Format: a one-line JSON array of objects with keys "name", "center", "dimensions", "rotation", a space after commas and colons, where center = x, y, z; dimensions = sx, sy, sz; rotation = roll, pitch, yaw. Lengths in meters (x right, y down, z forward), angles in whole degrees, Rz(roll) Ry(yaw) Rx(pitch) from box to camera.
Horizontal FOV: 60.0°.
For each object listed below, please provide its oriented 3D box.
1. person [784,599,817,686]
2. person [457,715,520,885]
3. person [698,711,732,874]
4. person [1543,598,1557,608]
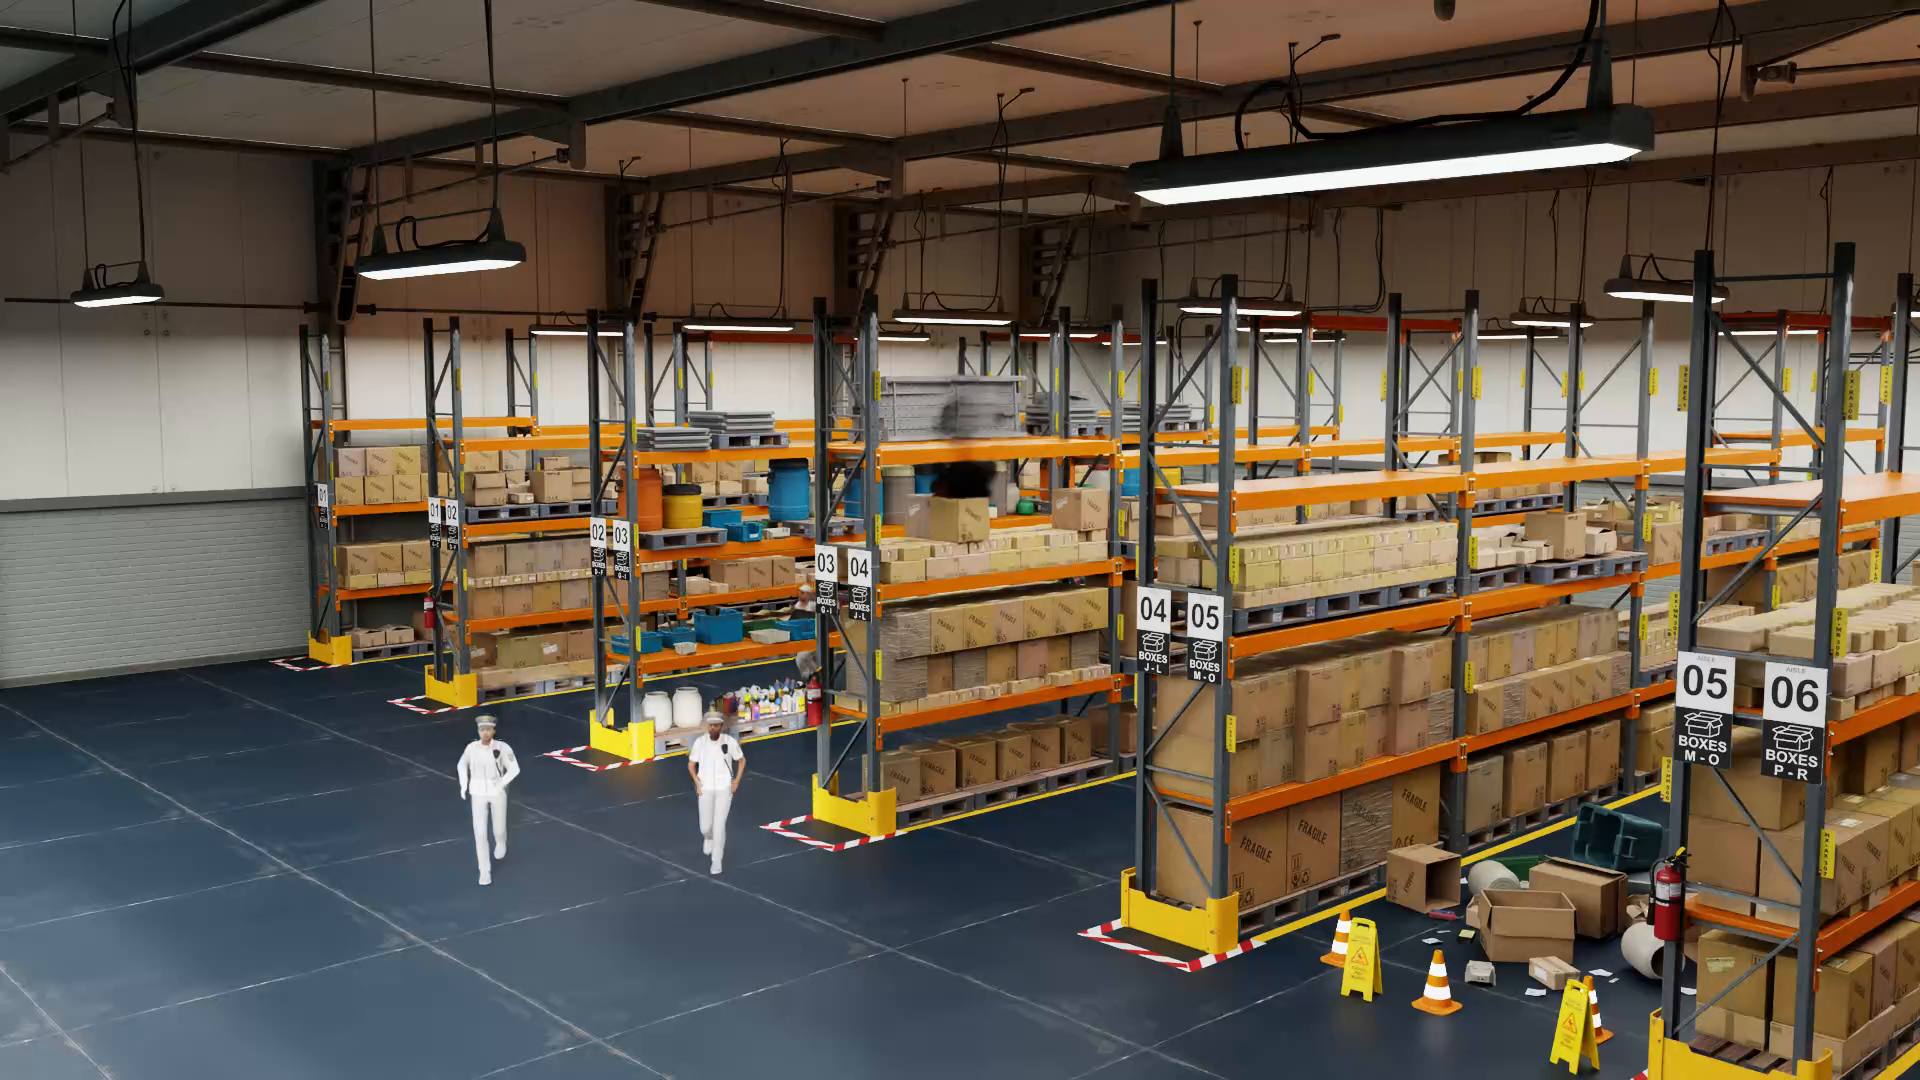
[{"name": "person", "center": [-2.434, 1.733, 26.499], "dimensions": [0.749, 1.589, 0.490], "rotation": [-6, 8, -44]}, {"name": "person", "center": [-4.830, 2.604, 17.025], "dimensions": [0.643, 1.670, 0.837], "rotation": [-1, 6, -8]}, {"name": "person", "center": [-2.555, 2.591, 17.400], "dimensions": [0.380, 1.684, 0.635], "rotation": [0, 6, -3]}, {"name": "person", "center": [9.448, 1.532, 26.405], "dimensions": [0.627, 1.434, 0.653], "rotation": [-4, 7, -37]}]
